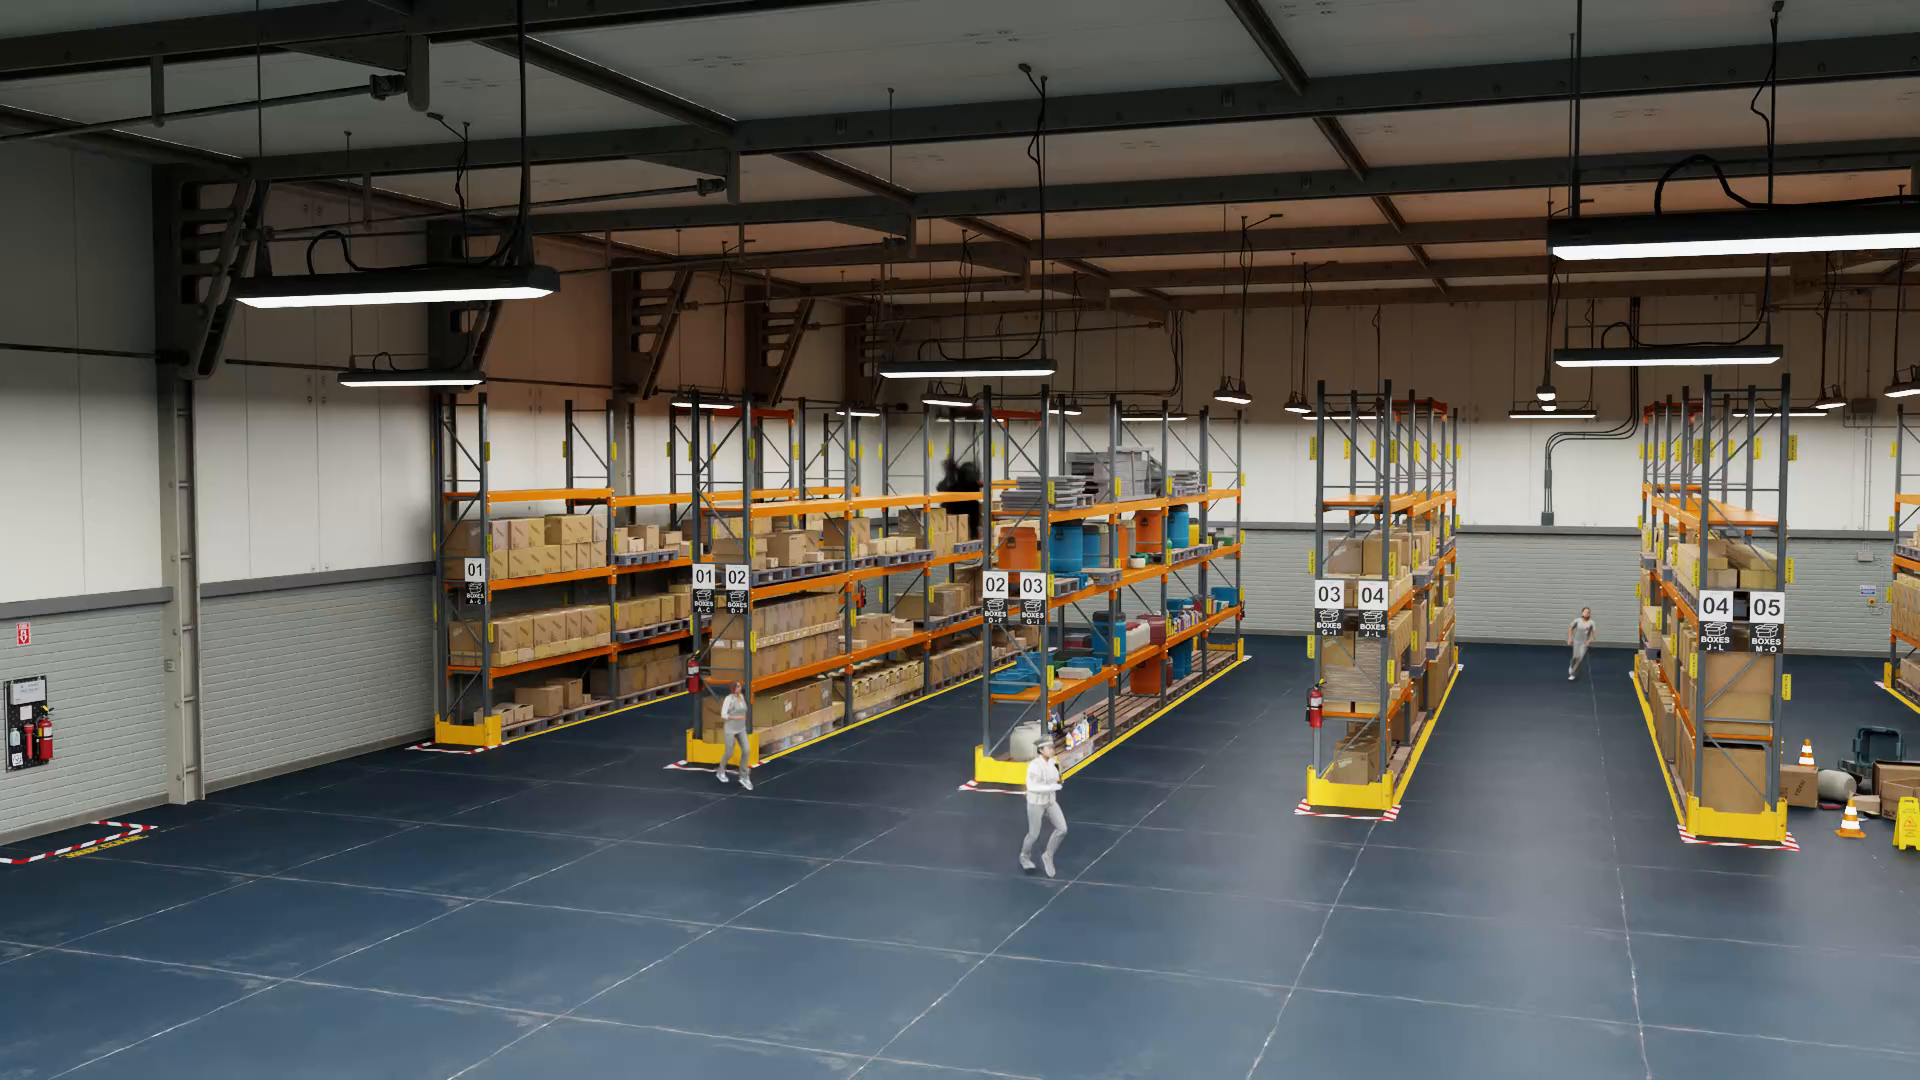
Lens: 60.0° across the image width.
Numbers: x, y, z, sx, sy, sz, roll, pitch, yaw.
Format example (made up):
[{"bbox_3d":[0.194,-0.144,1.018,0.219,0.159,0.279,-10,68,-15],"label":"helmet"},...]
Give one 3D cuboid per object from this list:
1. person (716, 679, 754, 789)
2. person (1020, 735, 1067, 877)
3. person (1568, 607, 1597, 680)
[{"bbox_3d":[-3.383,2.886,24.794,0.723,1.639,0.524,3,4,43],"label":"person"},{"bbox_3d":[0.974,3.114,19.591,0.641,1.681,0.790,-3,4,-40],"label":"person"},{"bbox_3d":[13.599,2.267,36.339,0.593,1.598,0.524,1,3,21],"label":"person"}]
